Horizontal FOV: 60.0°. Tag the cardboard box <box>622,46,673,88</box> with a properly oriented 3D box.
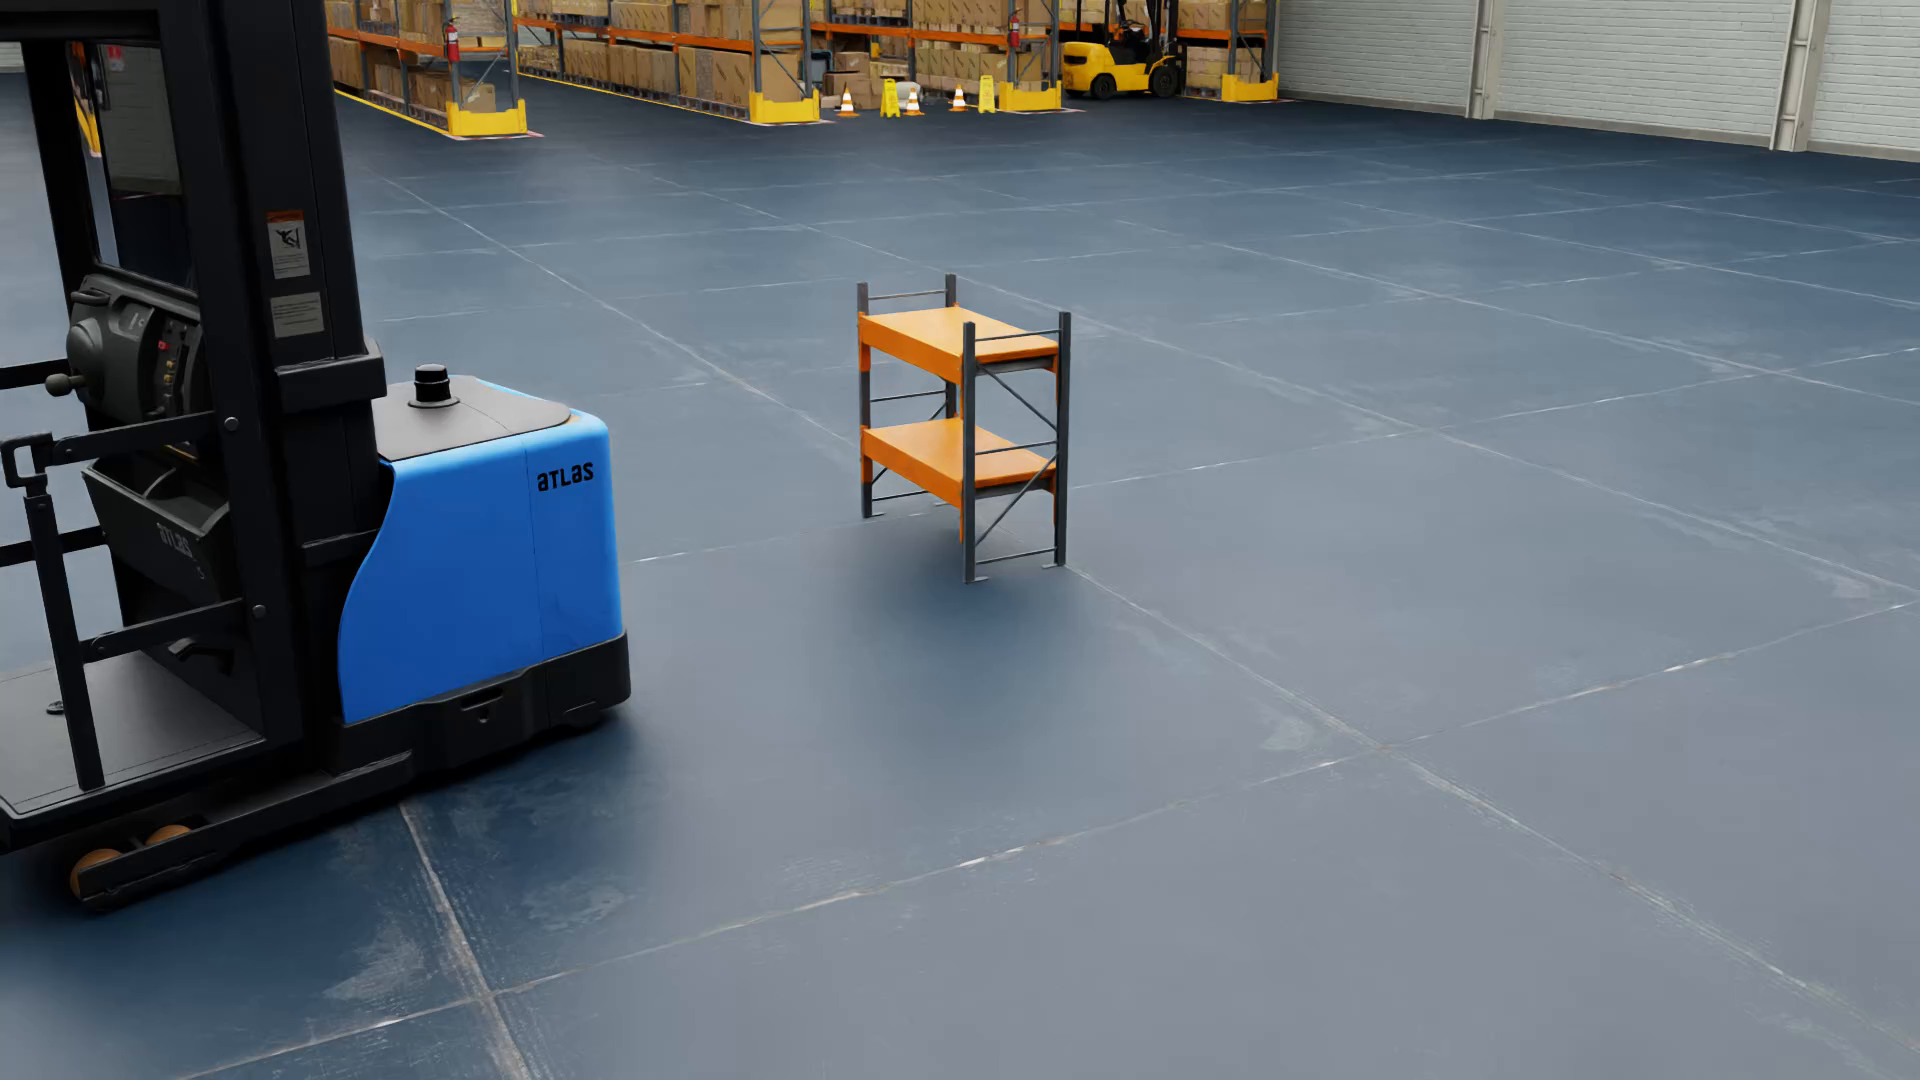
[{"bbox_3d":[-6.152,-9.532,33.461,1.050,0.750,0.750,-10,21,-26],"label":"cardboard box"}]

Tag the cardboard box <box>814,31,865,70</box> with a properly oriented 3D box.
[{"bbox_3d":[-2.727,-11.037,37.632,0.875,0.875,0.875,-10,22,-27],"label":"cardboard box"}]

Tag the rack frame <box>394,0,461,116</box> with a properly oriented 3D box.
[{"bbox_3d":[-9.294,-8.948,28.966,1.000,3.000,0.127,-10,21,-27],"label":"rack frame"}]

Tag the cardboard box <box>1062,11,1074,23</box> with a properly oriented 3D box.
[{"bbox_3d":[2.620,-11.724,37.240,0.500,0.250,0.500,-9,21,-25],"label":"cardboard box"}]

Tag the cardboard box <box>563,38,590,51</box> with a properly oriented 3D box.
[{"bbox_3d":[-8.561,-11.103,37.247,0.500,0.250,0.500,-11,22,-29],"label":"cardboard box"}]

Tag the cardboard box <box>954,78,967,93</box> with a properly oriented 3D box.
[{"bbox_3d":[0.214,-8.724,31.885,0.500,0.250,0.500,-11,22,-29],"label":"cardboard box"}]

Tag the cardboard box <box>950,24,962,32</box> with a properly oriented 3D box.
[{"bbox_3d":[0.038,-9.788,31.784,0.380,0.149,0.250,-10,21,-27],"label":"cardboard box"}]

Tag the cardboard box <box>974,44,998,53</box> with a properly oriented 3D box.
[{"bbox_3d":[0.484,-9.180,31.063,0.380,0.149,0.250,-9,21,-25],"label":"cardboard box"}]

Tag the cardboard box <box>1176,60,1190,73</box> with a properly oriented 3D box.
[{"bbox_3d":[4.695,-9.622,33.723,0.500,0.250,0.500,-11,22,-28],"label":"cardboard box"}]

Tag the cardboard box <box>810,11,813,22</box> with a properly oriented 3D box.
[{"bbox_3d":[-3.197,-11.810,37.488,0.500,0.250,0.500,-10,21,-26],"label":"cardboard box"}]

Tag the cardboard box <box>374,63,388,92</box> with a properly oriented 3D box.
[{"bbox_3d":[-10.857,-8.934,32.081,0.700,0.500,0.500,-11,22,-30],"label":"cardboard box"}]

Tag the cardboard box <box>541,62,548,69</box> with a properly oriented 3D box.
[{"bbox_3d":[-9.657,-11.192,39.194,0.380,0.149,0.250,-10,21,-27],"label":"cardboard box"}]

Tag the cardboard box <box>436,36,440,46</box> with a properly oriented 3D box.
[{"bbox_3d":[-8.099,-7.941,26.431,0.380,0.149,0.250,-10,21,-27],"label":"cardboard box"}]

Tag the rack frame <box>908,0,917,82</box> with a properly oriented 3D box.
[{"bbox_3d":[-0.572,-10.483,33.414,1.000,3.000,0.127,-10,21,-27],"label":"rack frame"}]

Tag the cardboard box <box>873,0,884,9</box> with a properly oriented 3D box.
[{"bbox_3d":[-1.470,-11.258,34.406,0.500,0.500,0.500,-9,21,-25],"label":"cardboard box"}]

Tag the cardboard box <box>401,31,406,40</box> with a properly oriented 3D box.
[{"bbox_3d":[-9.349,-8.648,28.479,0.380,0.149,0.250,-10,21,-27],"label":"cardboard box"}]

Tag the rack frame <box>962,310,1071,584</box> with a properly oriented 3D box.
[{"bbox_3d":[0.238,-0.388,7.031,0.500,1.125,0.032,-10,21,-27],"label":"rack frame"}]

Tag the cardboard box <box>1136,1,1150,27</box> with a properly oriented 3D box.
[{"bbox_3d":[4.037,-10.986,34.717,0.500,0.500,0.500,-10,21,-26],"label":"cardboard box"}]

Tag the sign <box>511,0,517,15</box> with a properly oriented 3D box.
[{"bbox_3d":[-6.917,-8.294,25.740,0.100,0.325,0.005,-10,21,-27],"label":"sign"}]

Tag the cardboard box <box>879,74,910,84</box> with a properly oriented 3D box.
[{"bbox_3d":[-1.261,-8.785,32.319,0.500,0.500,0.500,4,19,11],"label":"cardboard box"}]

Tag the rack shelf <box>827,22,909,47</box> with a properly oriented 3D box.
[{"bbox_3d":[-1.522,-10.718,35.195,1.077,0.370,4.000,-10,21,-27],"label":"rack shelf"}]

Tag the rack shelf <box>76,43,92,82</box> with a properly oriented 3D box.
[{"bbox_3d":[-12.703,-7.267,25.196,1.077,0.370,4.000,-10,21,-27],"label":"rack shelf"}]

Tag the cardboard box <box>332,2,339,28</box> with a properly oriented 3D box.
[{"bbox_3d":[-12.617,-10.834,34.275,0.500,0.500,0.500,-11,22,-28],"label":"cardboard box"}]

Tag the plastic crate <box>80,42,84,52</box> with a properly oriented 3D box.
[{"bbox_3d":[-12.558,-7.247,24.264,0.499,0.251,0.408,-10,21,-27],"label":"plastic crate"}]

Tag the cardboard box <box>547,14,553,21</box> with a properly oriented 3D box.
[{"bbox_3d":[-9.239,-11.968,38.102,0.380,0.149,0.250,-11,22,-28],"label":"cardboard box"}]

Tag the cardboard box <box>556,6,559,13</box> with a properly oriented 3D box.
[{"bbox_3d":[-8.761,-11.801,36.974,0.380,0.149,0.250,-10,21,-26],"label":"cardboard box"}]

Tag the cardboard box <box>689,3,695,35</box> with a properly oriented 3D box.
[{"bbox_3d":[-4.414,-9.500,30.335,0.875,0.550,0.550,-10,21,-27],"label":"cardboard box"}]

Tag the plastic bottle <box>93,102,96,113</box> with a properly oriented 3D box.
[{"bbox_3d":[-13.255,-6.611,25.579,0.144,0.351,0.185,-9,21,-24],"label":"plastic bottle"}]

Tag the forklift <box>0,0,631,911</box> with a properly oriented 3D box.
[{"bbox_3d":[-2.547,-0.542,4.708,1.130,2.935,3.031,18,26,42],"label":"forklift"}]

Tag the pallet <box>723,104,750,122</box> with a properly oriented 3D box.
[{"bbox_3d":[-3.430,-7.439,28.865,1.003,0.211,1.213,-10,21,-27],"label":"pallet"}]

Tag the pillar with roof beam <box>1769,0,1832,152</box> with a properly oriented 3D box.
[{"bbox_3d":[8.066,-9.169,20.407,9.100,9.000,0.400,-10,21,-27],"label":"pillar with roof beam"}]

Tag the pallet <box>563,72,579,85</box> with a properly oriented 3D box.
[{"bbox_3d":[-8.309,-10.443,37.571,1.003,0.211,1.213,-10,21,-27],"label":"pallet"}]

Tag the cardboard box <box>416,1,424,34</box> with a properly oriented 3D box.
[{"bbox_3d":[-8.401,-8.571,27.262,0.875,0.500,0.500,-10,21,-27],"label":"cardboard box"}]

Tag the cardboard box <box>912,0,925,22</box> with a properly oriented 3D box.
[{"bbox_3d":[-0.609,-10.502,32.858,0.500,0.500,0.500,-10,21,-27],"label":"cardboard box"}]

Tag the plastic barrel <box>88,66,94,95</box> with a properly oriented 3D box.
[{"bbox_3d":[-15.799,-8.640,30.755,0.600,0.830,0.708,-10,21,-27],"label":"plastic barrel"}]

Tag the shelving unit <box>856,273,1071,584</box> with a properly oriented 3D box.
[{"bbox_3d":[-0.003,-0.534,7.454,0.538,1.125,1.048,-10,21,-27],"label":"shelving unit"}]

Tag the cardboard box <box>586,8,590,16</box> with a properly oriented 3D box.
[{"bbox_3d":[-7.658,-11.132,35.033,0.380,0.149,0.250,-10,21,-26],"label":"cardboard box"}]

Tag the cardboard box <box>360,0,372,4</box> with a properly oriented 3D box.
[{"bbox_3d":[-11.526,-10.831,32.729,0.797,0.503,0.637,-9,21,-25],"label":"cardboard box"}]

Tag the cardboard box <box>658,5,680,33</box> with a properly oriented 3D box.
[{"bbox_3d":[-5.364,-9.843,31.406,0.500,0.500,0.500,-10,21,-27],"label":"cardboard box"}]

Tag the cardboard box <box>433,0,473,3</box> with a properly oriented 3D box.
[{"bbox_3d":[-7.873,-8.580,25.757,0.500,0.500,0.500,-10,21,-27],"label":"cardboard box"}]

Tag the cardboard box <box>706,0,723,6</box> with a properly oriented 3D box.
[{"bbox_3d":[-3.978,-9.691,29.231,0.875,0.550,0.500,-10,21,-27],"label":"cardboard box"}]

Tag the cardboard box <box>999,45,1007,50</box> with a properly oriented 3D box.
[{"bbox_3d":[1.276,-11.652,39.989,0.500,0.500,0.500,-10,22,-27],"label":"cardboard box"}]

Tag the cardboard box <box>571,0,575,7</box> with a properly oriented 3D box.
[{"bbox_3d":[-8.153,-11.572,35.853,0.380,0.149,0.250,-10,22,-28],"label":"cardboard box"}]

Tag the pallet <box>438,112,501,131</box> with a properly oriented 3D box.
[{"bbox_3d":[-7.785,-6.743,26.848,1.003,0.211,1.213,-10,21,-27],"label":"pallet"}]

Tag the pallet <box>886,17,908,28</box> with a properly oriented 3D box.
[{"bbox_3d":[-0.807,-10.635,34.147,1.003,0.211,1.213,-10,21,-27],"label":"pallet"}]

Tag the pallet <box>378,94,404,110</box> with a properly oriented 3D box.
[{"bbox_3d":[-10.248,-8.204,31.084,1.003,0.211,1.213,-10,21,-27],"label":"pallet"}]

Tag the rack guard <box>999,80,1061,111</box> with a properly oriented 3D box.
[{"bbox_3d":[1.291,-8.175,30.557,1.175,0.500,0.348,-10,21,-27],"label":"rack guard"}]

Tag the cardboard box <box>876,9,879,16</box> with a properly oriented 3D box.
[{"bbox_3d":[-1.531,-10.963,34.546,0.380,0.149,0.250,-10,21,-27],"label":"cardboard box"}]

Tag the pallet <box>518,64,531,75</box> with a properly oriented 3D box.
[{"bbox_3d":[-10.188,-11.554,40.791,1.003,0.211,1.213,-10,21,-27],"label":"pallet"}]

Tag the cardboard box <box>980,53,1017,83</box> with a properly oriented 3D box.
[{"bbox_3d":[0.717,-8.778,30.894,0.500,0.500,0.500,-10,21,-26],"label":"cardboard box"}]

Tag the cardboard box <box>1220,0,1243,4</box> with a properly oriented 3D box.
[{"bbox_3d":[5.282,-10.515,32.358,0.380,0.149,0.250,-10,21,-26],"label":"cardboard box"}]

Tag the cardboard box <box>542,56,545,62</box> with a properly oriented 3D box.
[{"bbox_3d":[-9.672,-11.404,39.353,0.380,0.149,0.250,-11,22,-29],"label":"cardboard box"}]
